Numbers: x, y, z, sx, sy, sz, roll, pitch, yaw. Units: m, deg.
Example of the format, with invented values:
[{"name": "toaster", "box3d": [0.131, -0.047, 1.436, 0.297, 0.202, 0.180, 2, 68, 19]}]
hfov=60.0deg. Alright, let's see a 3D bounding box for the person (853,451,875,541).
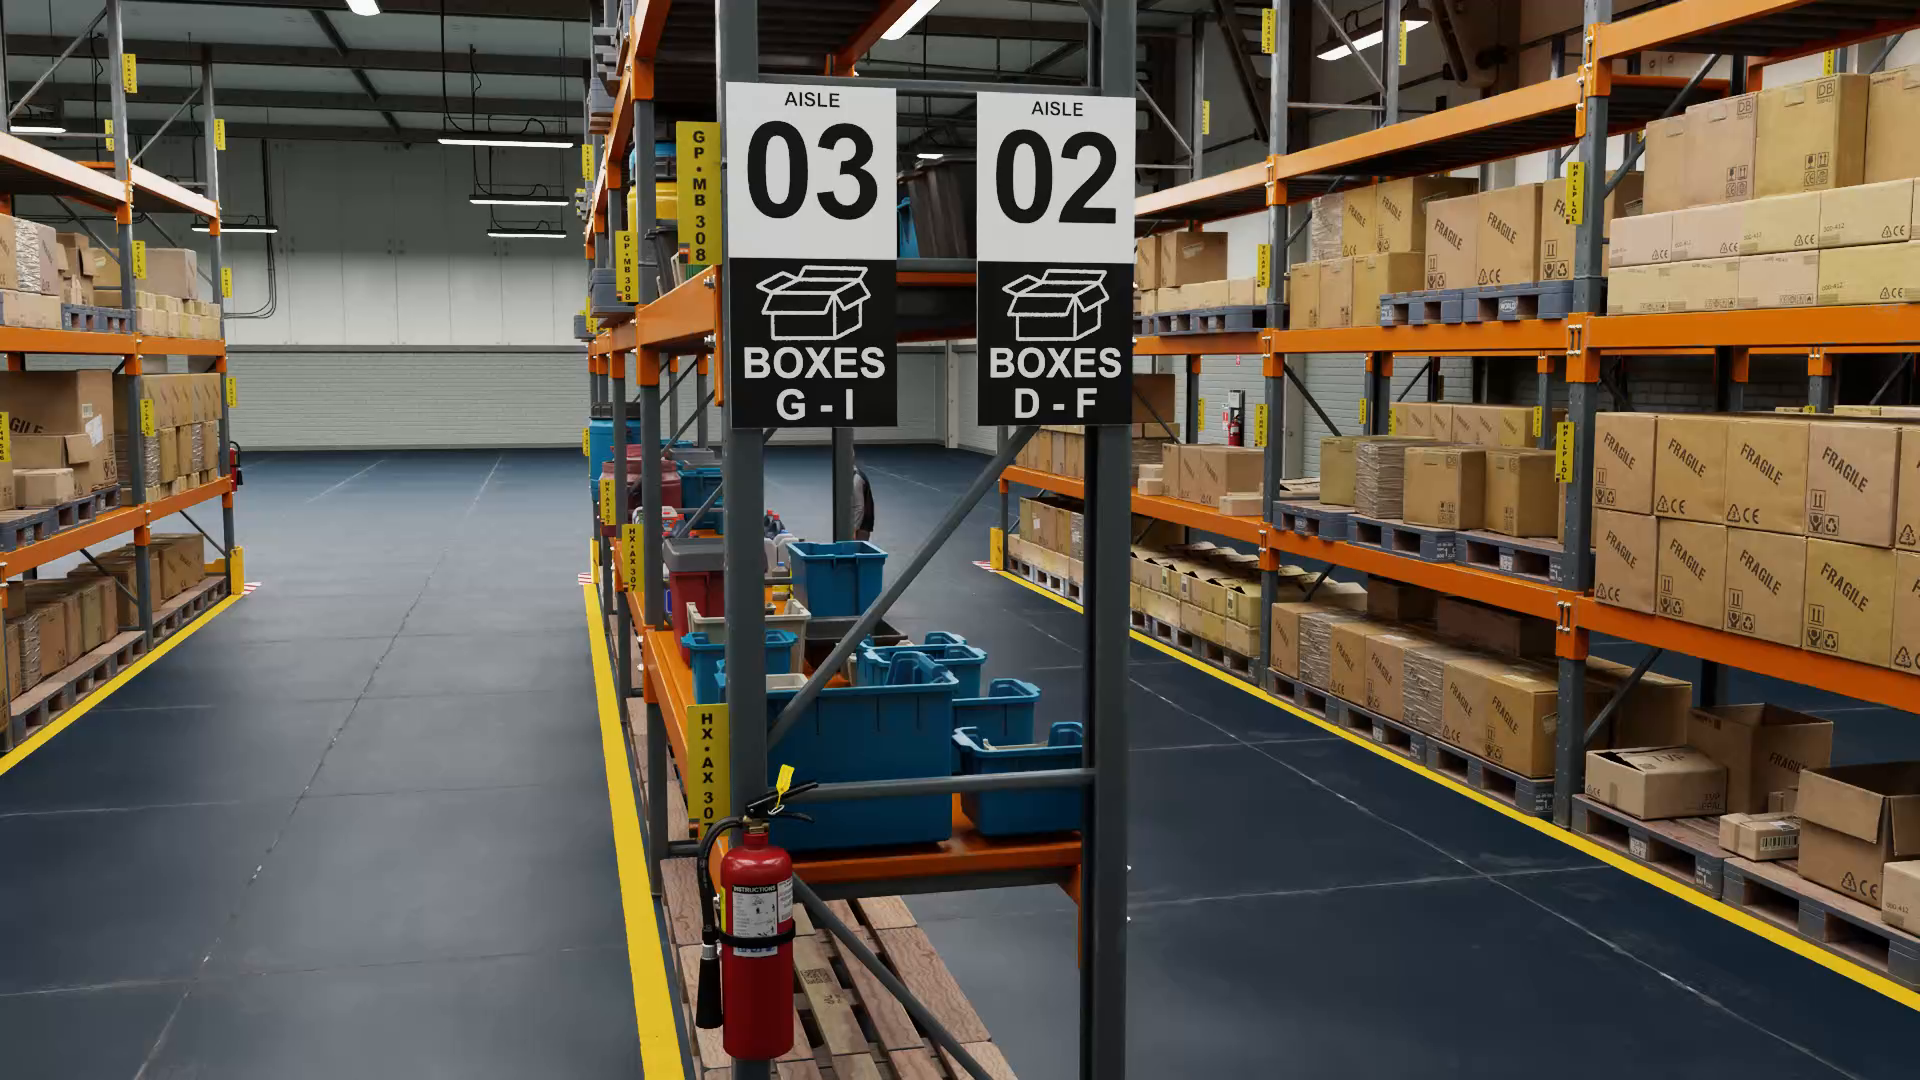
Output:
[{"name": "person", "box3d": [-1.082, -0.086, 16.859, 0.420, 1.721, 0.581, -1, 6, -13]}]
